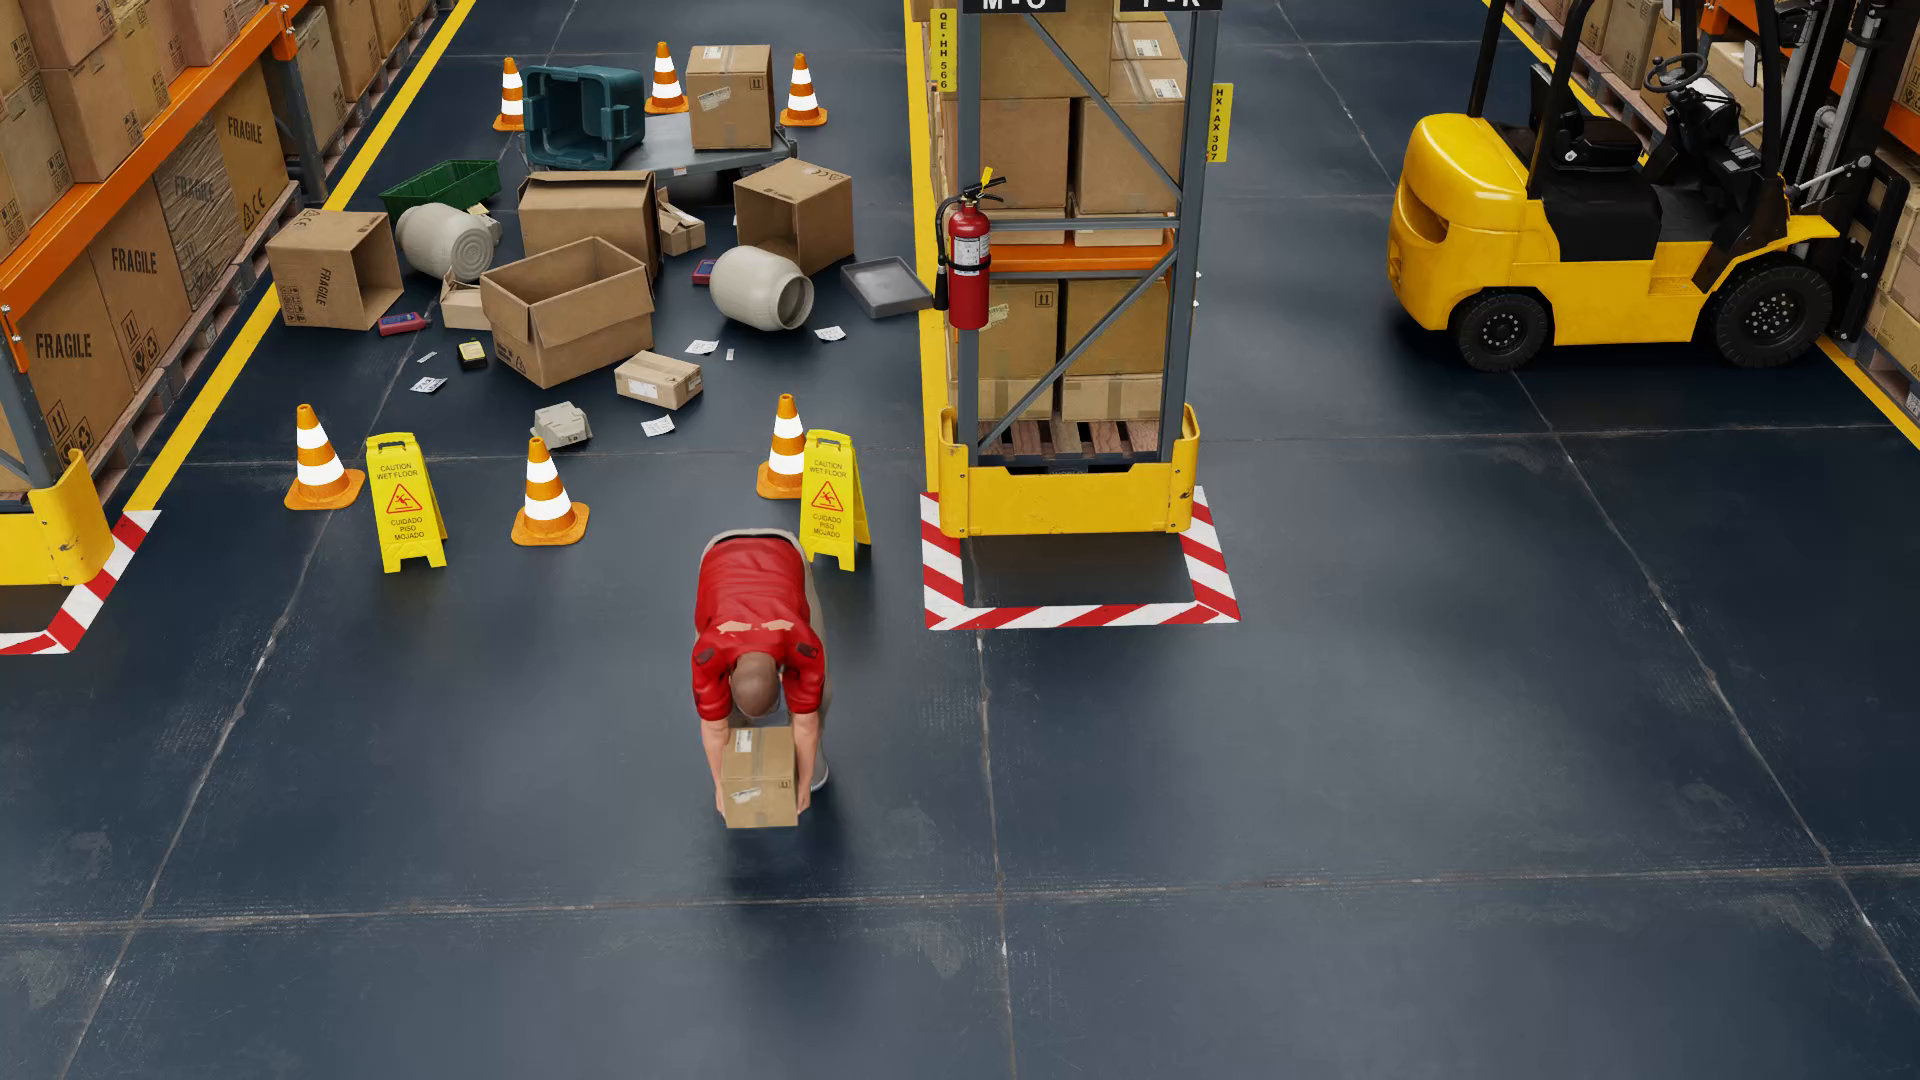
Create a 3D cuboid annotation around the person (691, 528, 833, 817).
[{"bbox_3d":[-0.708,0.567,5.945,0.508,1.049,0.963,-3,35,-4],"label":"person"}]
